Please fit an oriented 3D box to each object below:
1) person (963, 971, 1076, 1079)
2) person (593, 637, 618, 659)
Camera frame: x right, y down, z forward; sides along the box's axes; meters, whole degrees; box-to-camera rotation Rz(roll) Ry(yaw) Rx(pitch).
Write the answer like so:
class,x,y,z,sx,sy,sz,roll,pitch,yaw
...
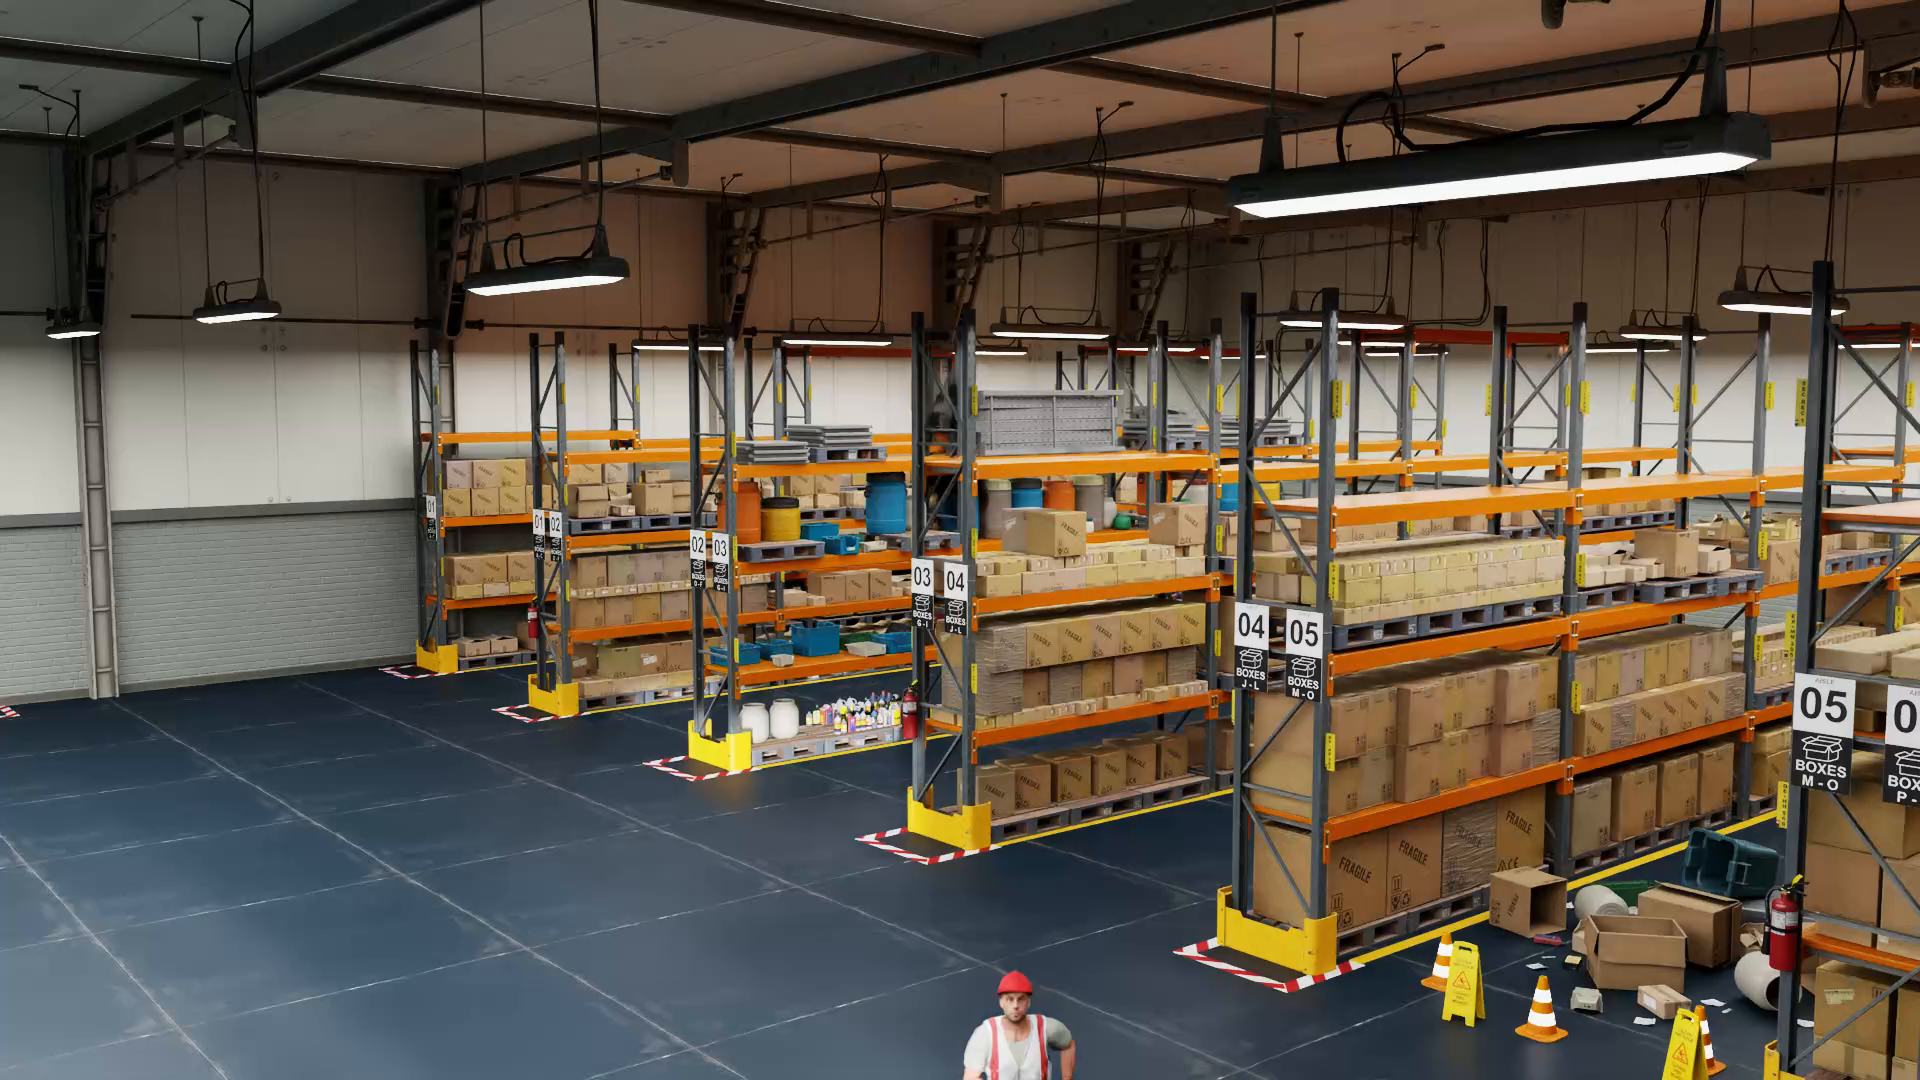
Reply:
class,x,y,z,sx,sy,sz,roll,pitch,yaw
person,0.342,3.393,9.596,0.645,1.820,0.735,0,5,4
person,-6.191,1.605,29.210,0.688,1.739,0.593,5,7,44
